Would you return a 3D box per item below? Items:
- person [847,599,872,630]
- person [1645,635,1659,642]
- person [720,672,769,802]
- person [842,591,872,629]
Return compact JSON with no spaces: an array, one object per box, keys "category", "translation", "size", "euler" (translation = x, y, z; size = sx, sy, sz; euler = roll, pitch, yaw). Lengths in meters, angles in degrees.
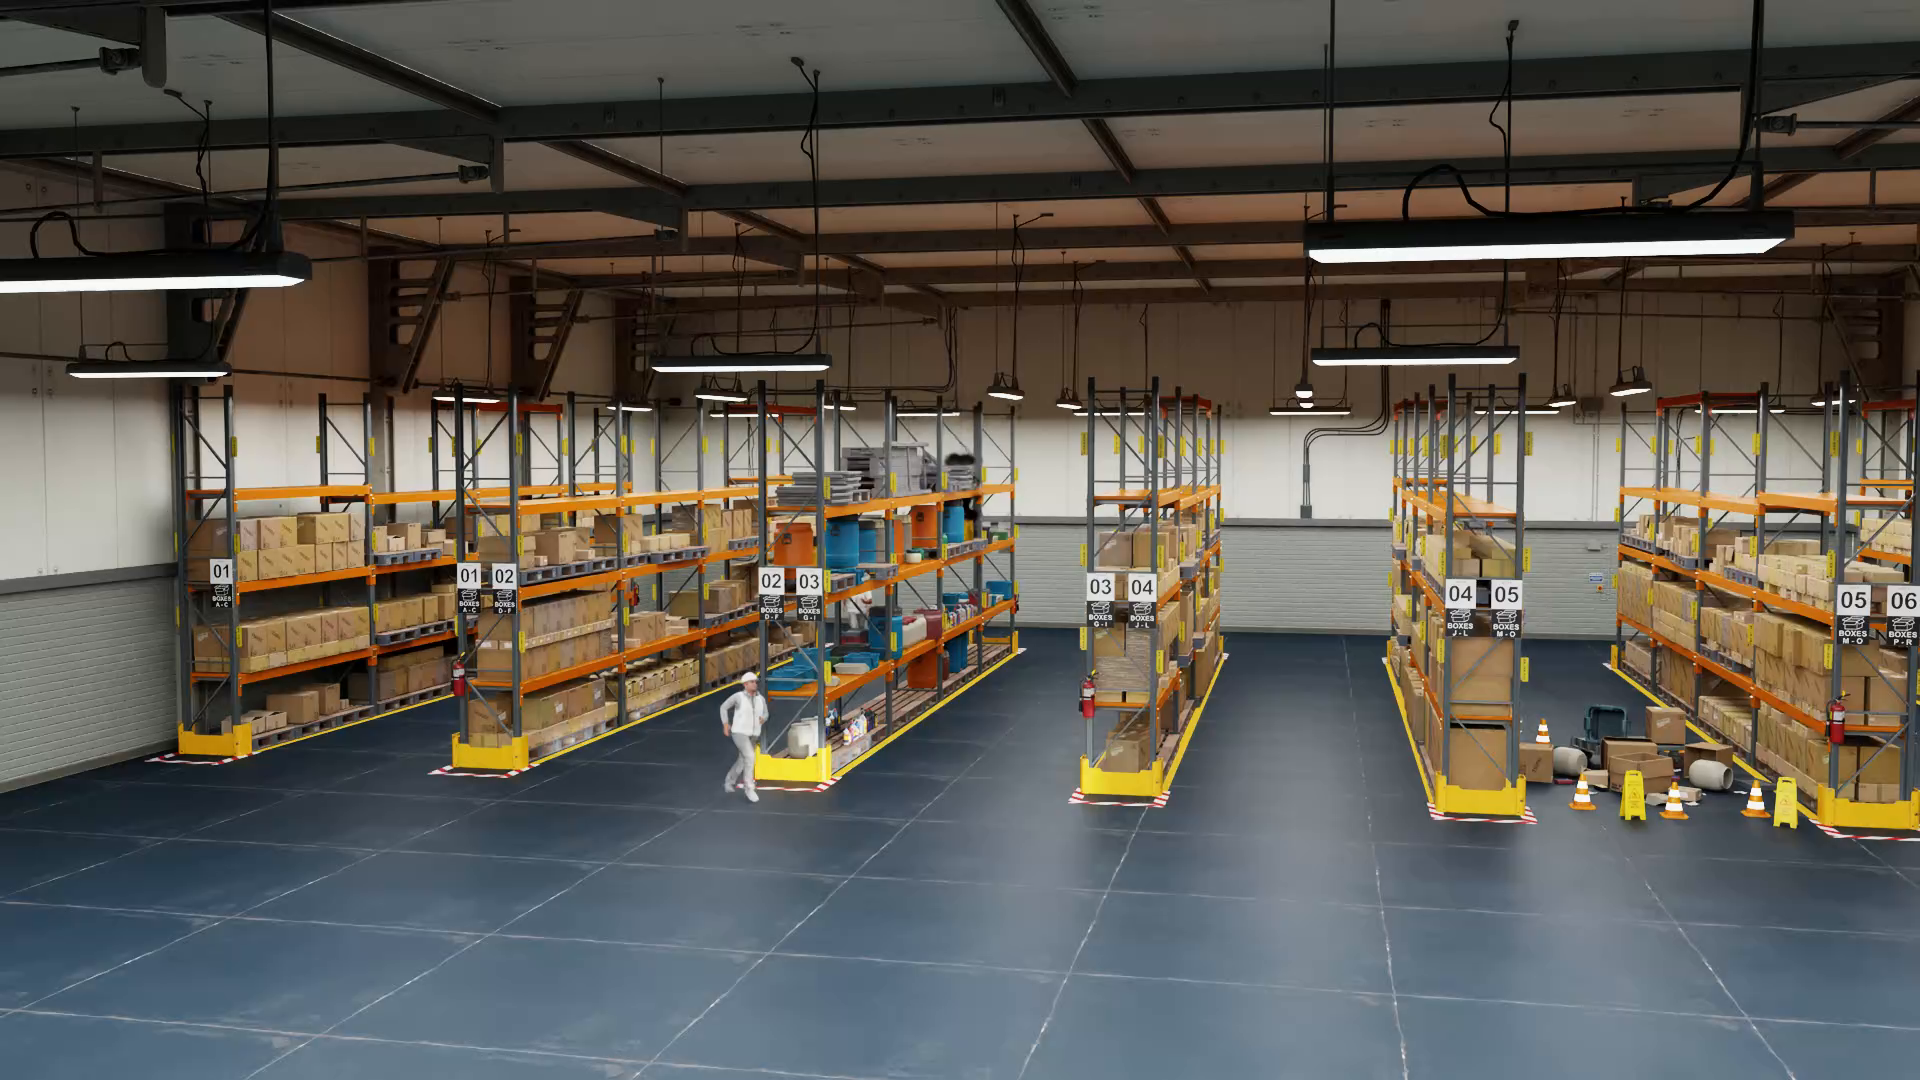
[{"category":"person","translation":[-2.410,1.911,39.923],"size":[0.629,1.723,0.675],"euler":[0,3,0]},{"category":"person","translation":[16.140,2.047,38.645],"size":[0.563,1.577,0.816],"euler":[-3,4,-38]},{"category":"person","translation":[-3.013,2.781,23.775],"size":[0.637,1.764,0.849],"euler":[-3,4,-44]},{"category":"person","translation":[-2.396,1.706,38.713],"size":[0.707,1.796,0.944],"euler":[0,3,-4]}]
